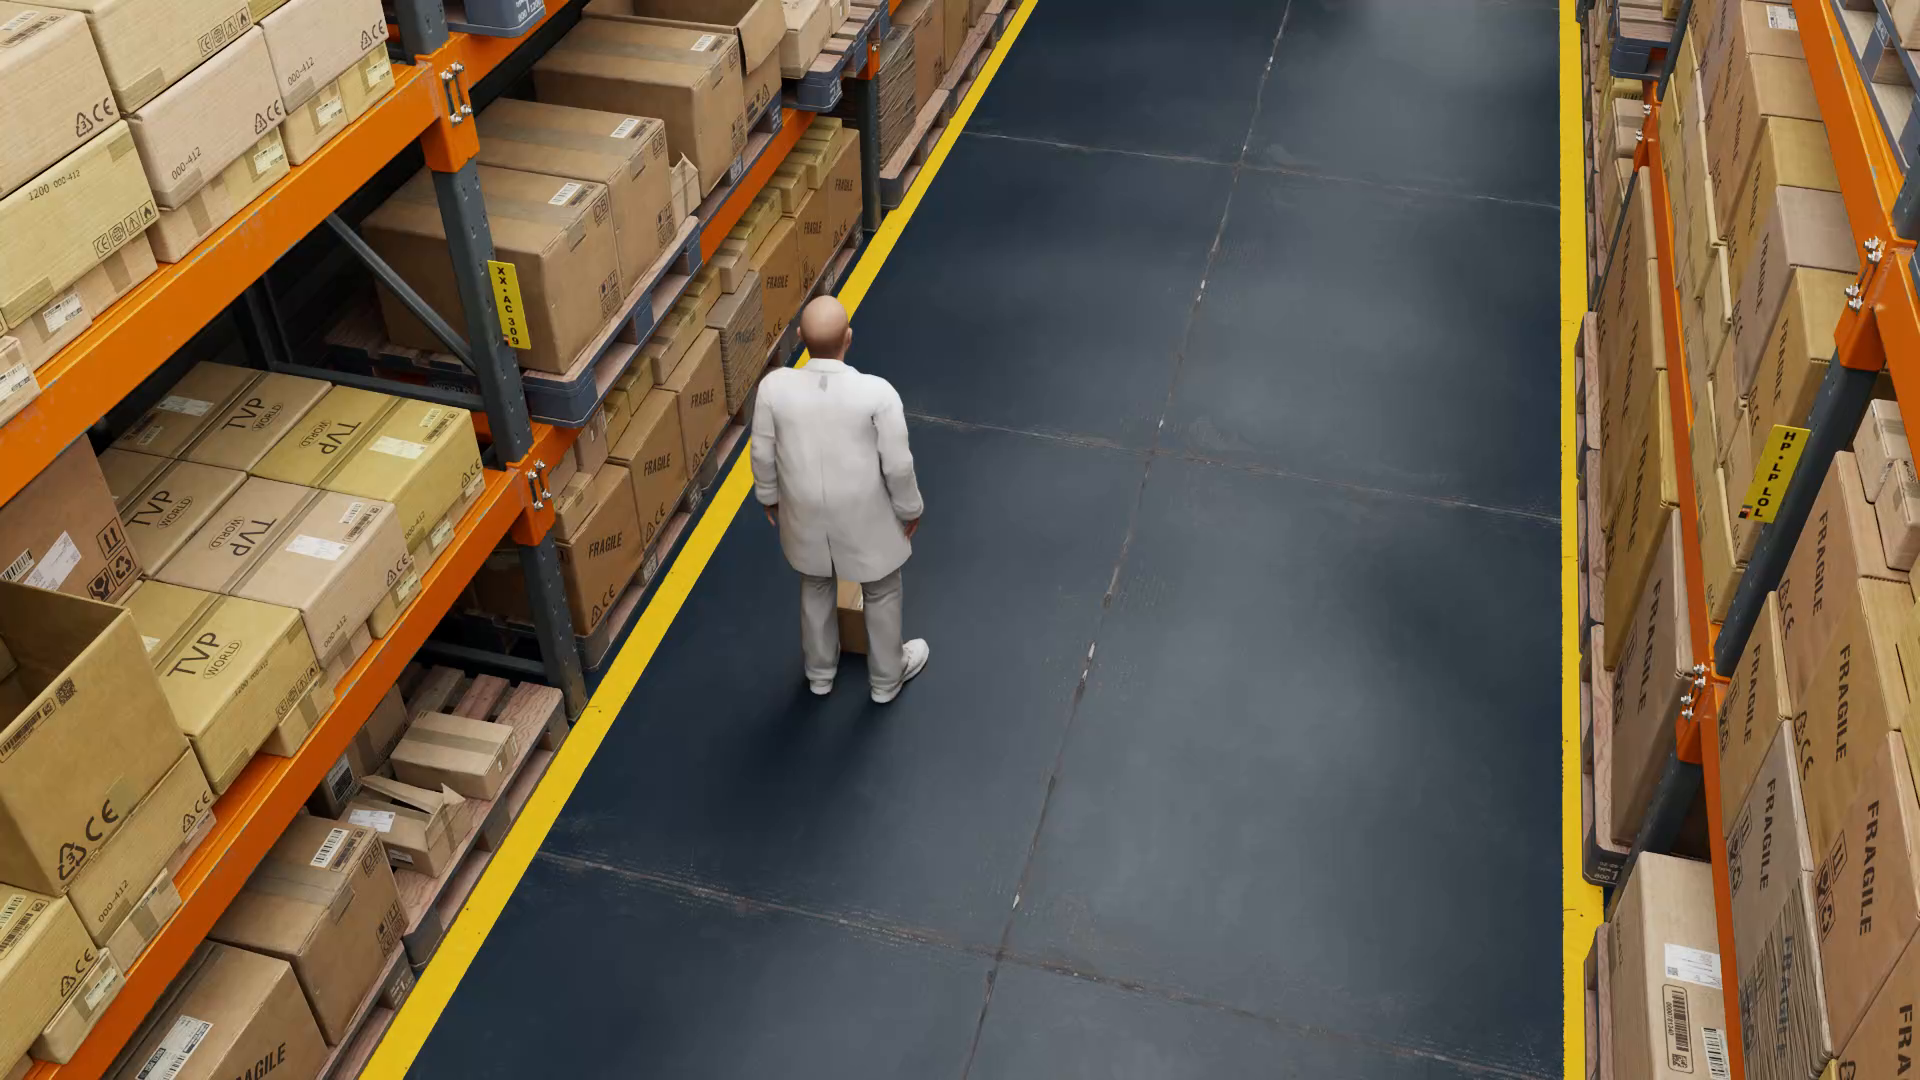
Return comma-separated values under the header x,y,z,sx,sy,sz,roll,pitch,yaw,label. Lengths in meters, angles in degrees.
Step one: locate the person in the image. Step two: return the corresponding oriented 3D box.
x,y,z,sx,sy,sz,roll,pitch,yaw,label
-0.462,-0.127,6.317,0.655,1.775,0.423,7,41,8,person
